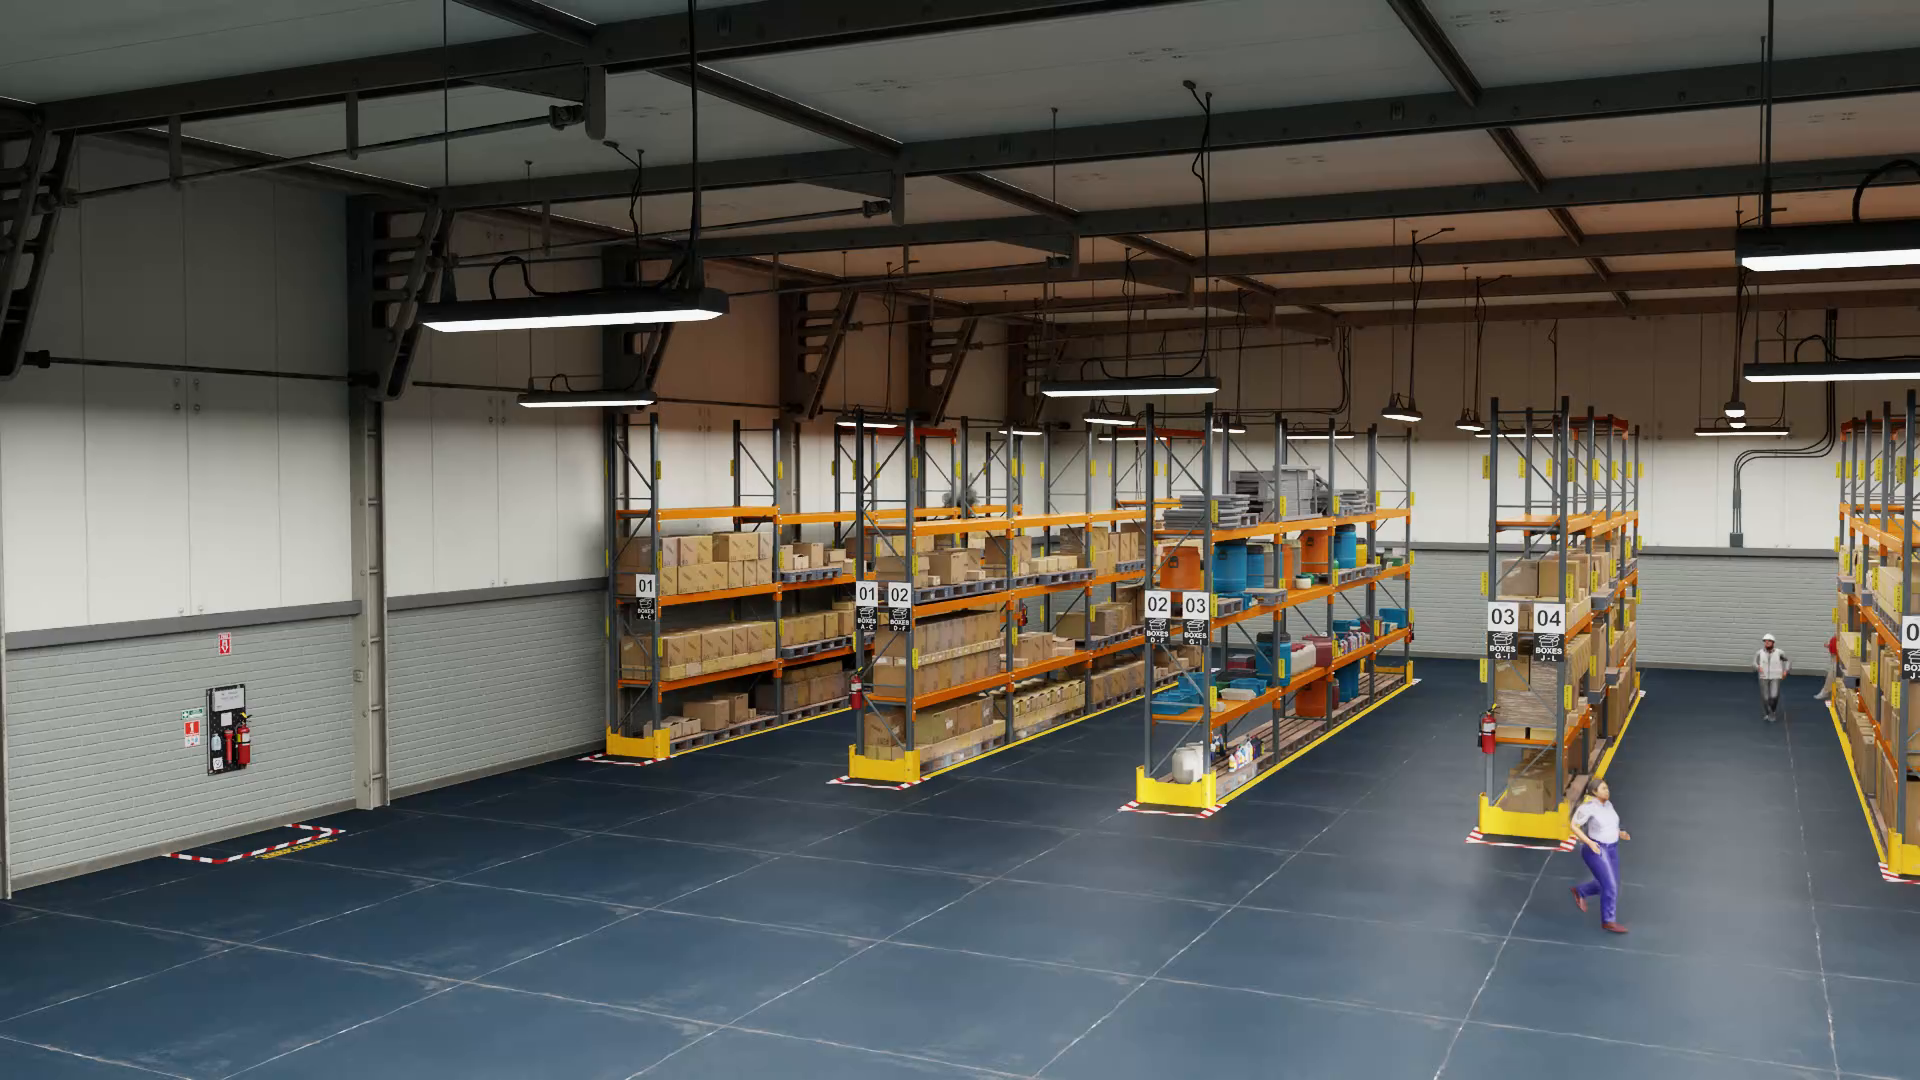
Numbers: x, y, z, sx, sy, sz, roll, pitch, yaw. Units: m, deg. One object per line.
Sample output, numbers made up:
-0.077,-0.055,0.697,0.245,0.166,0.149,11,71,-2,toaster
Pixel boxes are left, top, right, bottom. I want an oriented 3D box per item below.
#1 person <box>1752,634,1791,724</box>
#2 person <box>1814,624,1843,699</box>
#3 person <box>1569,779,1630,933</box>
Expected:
16.061,2.749,32.955,0.668,1.756,0.674,2,3,36,person
19.140,2.612,36.303,1.052,1.687,0.672,0,2,0,person
6.998,3.524,18.252,0.619,1.415,0.793,-2,3,-34,person
